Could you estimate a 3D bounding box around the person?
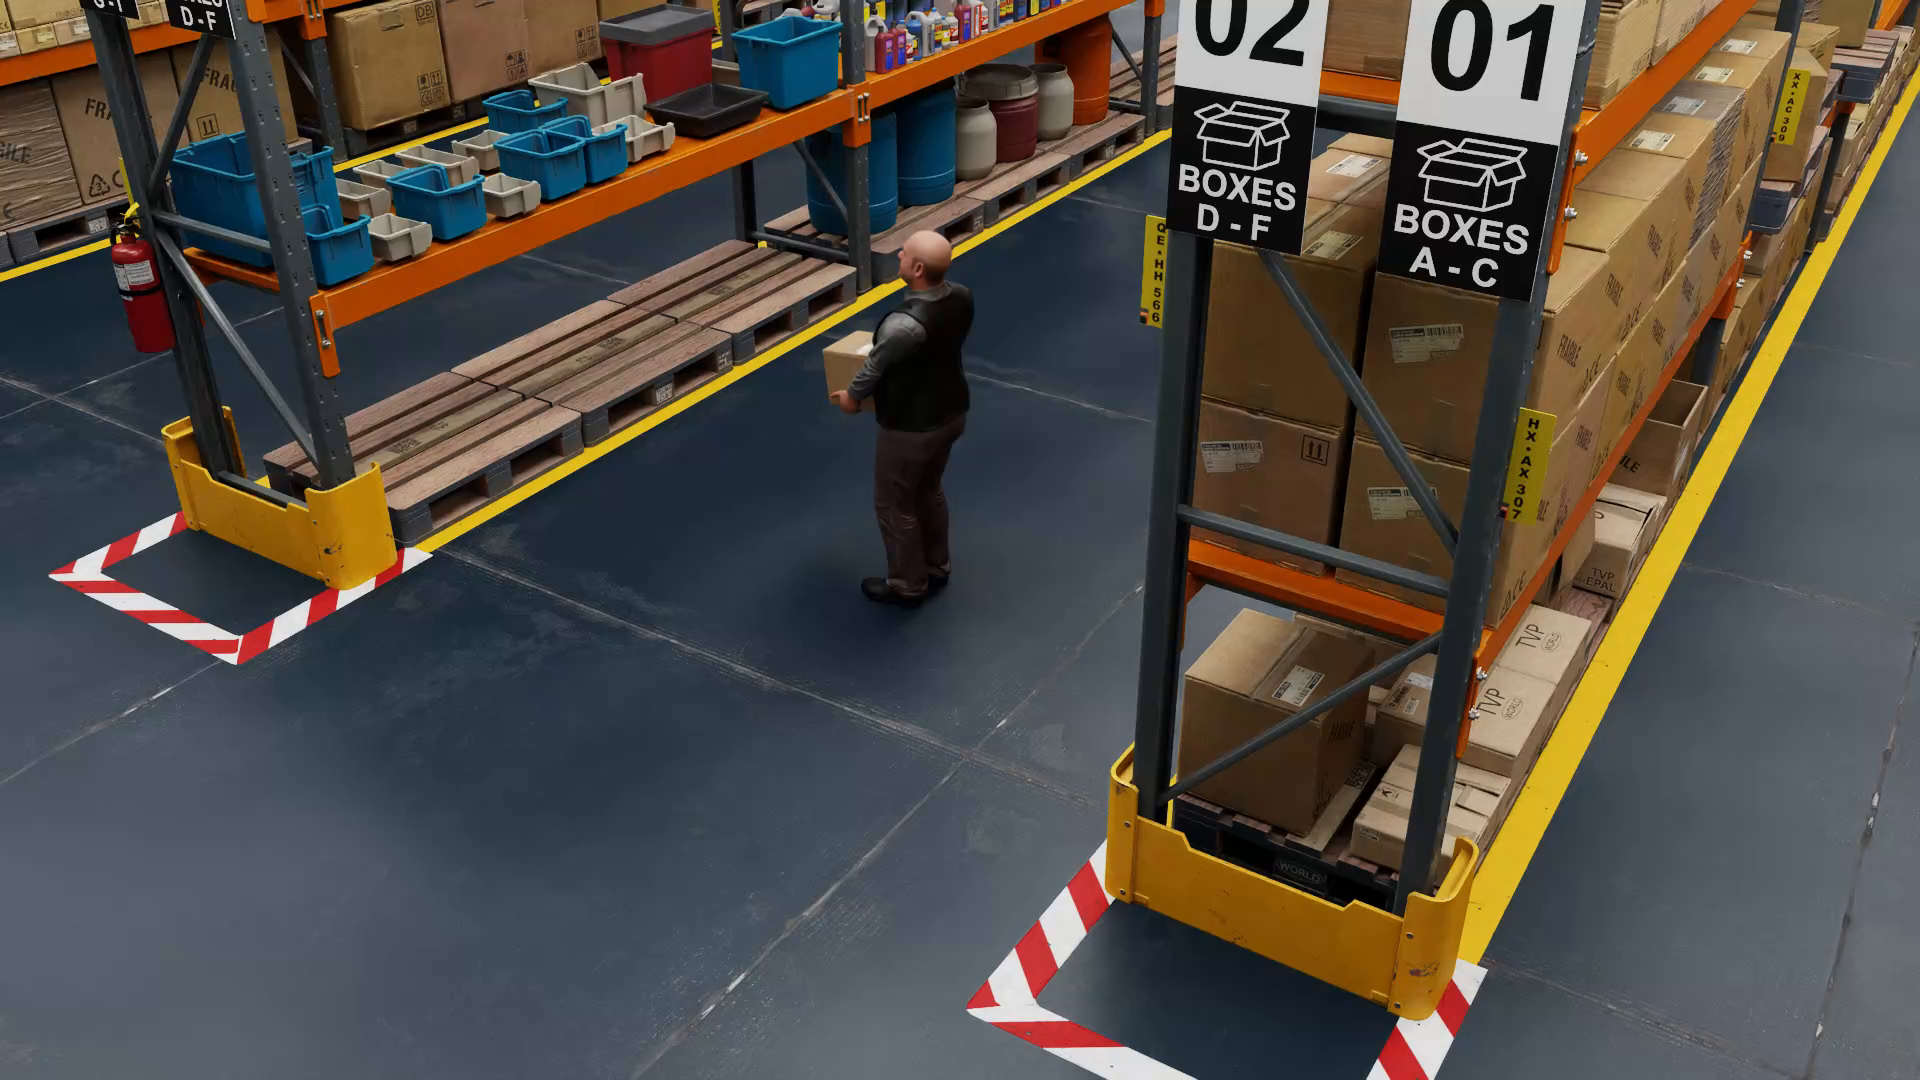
[{"bbox_3d":[-0.252,-0.518,7.052,0.560,1.711,0.494,18,35,28],"label":"person"}]
